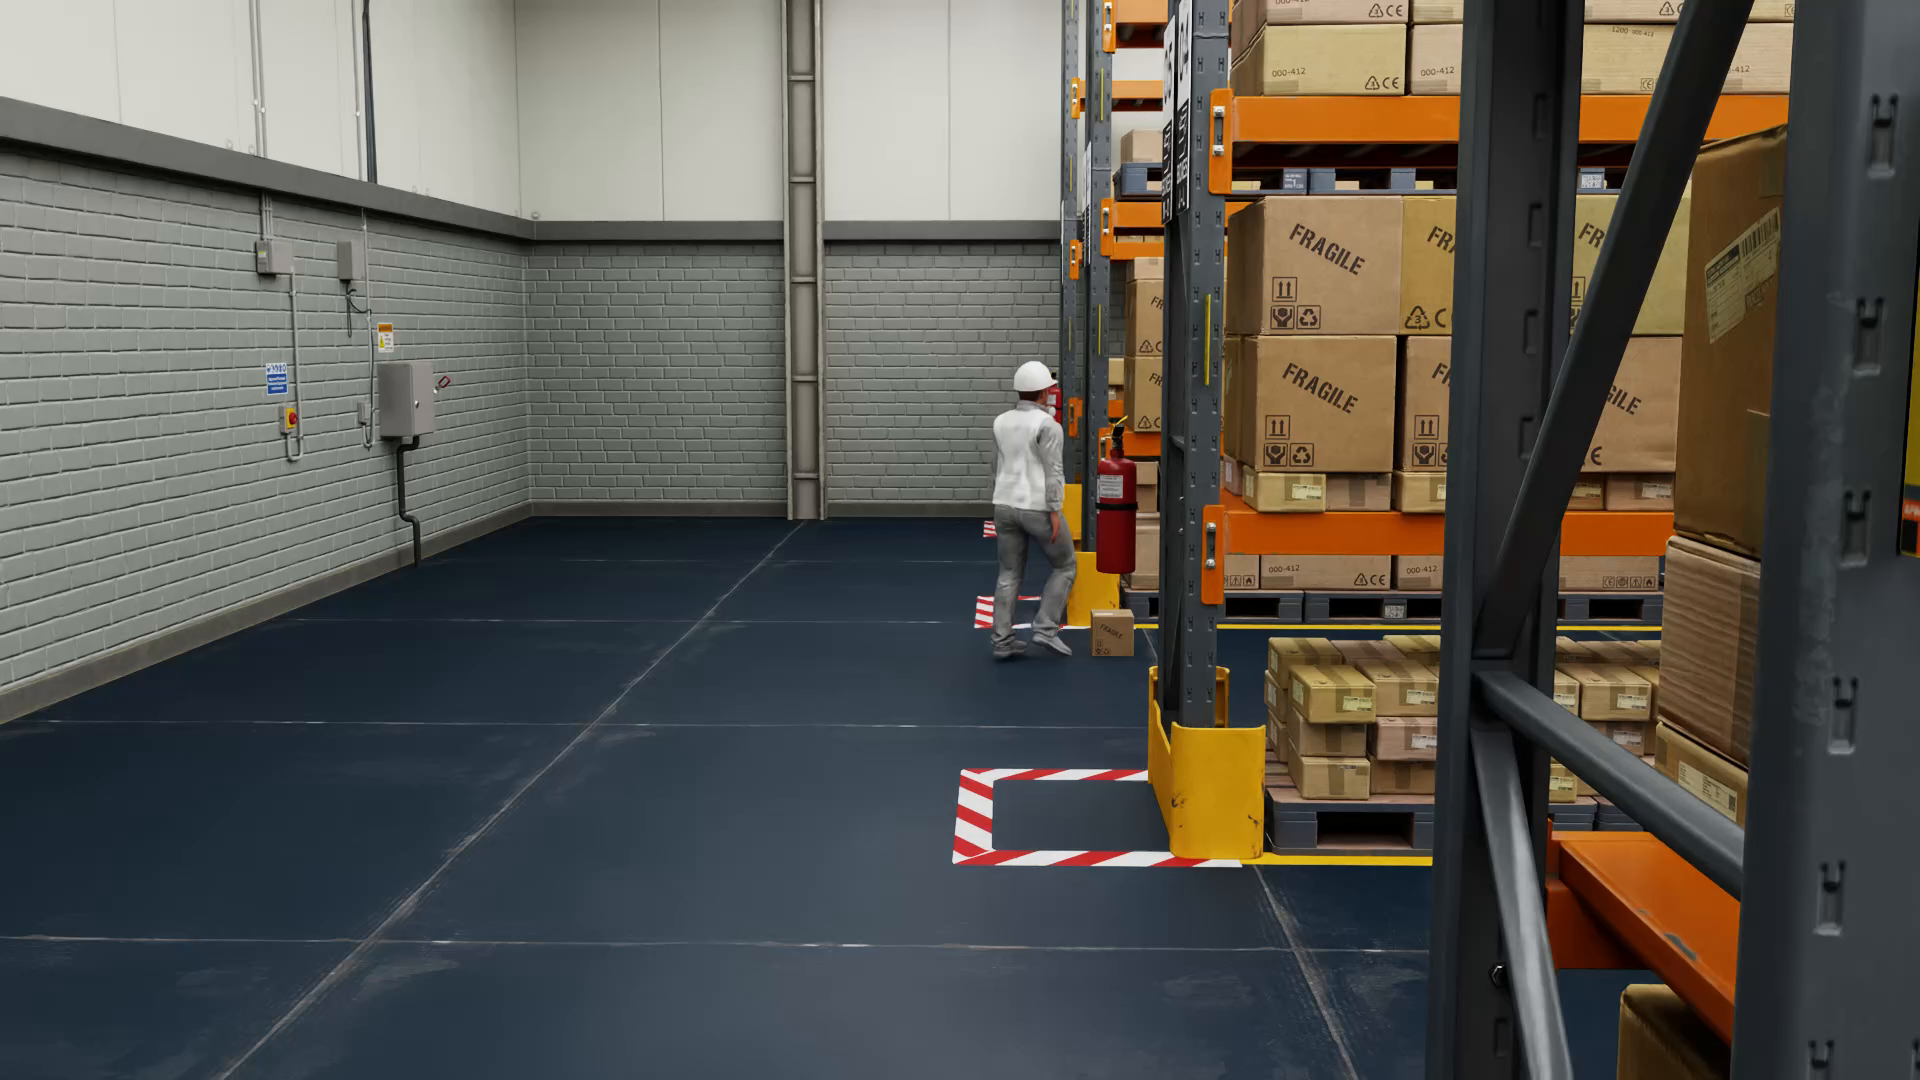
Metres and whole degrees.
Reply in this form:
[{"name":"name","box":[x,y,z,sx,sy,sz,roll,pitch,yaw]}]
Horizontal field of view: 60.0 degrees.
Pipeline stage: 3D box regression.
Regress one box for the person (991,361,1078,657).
[{"name":"person","box":[0.417,-0.172,9.982,0.568,1.794,0.527,5,9,36]}]
